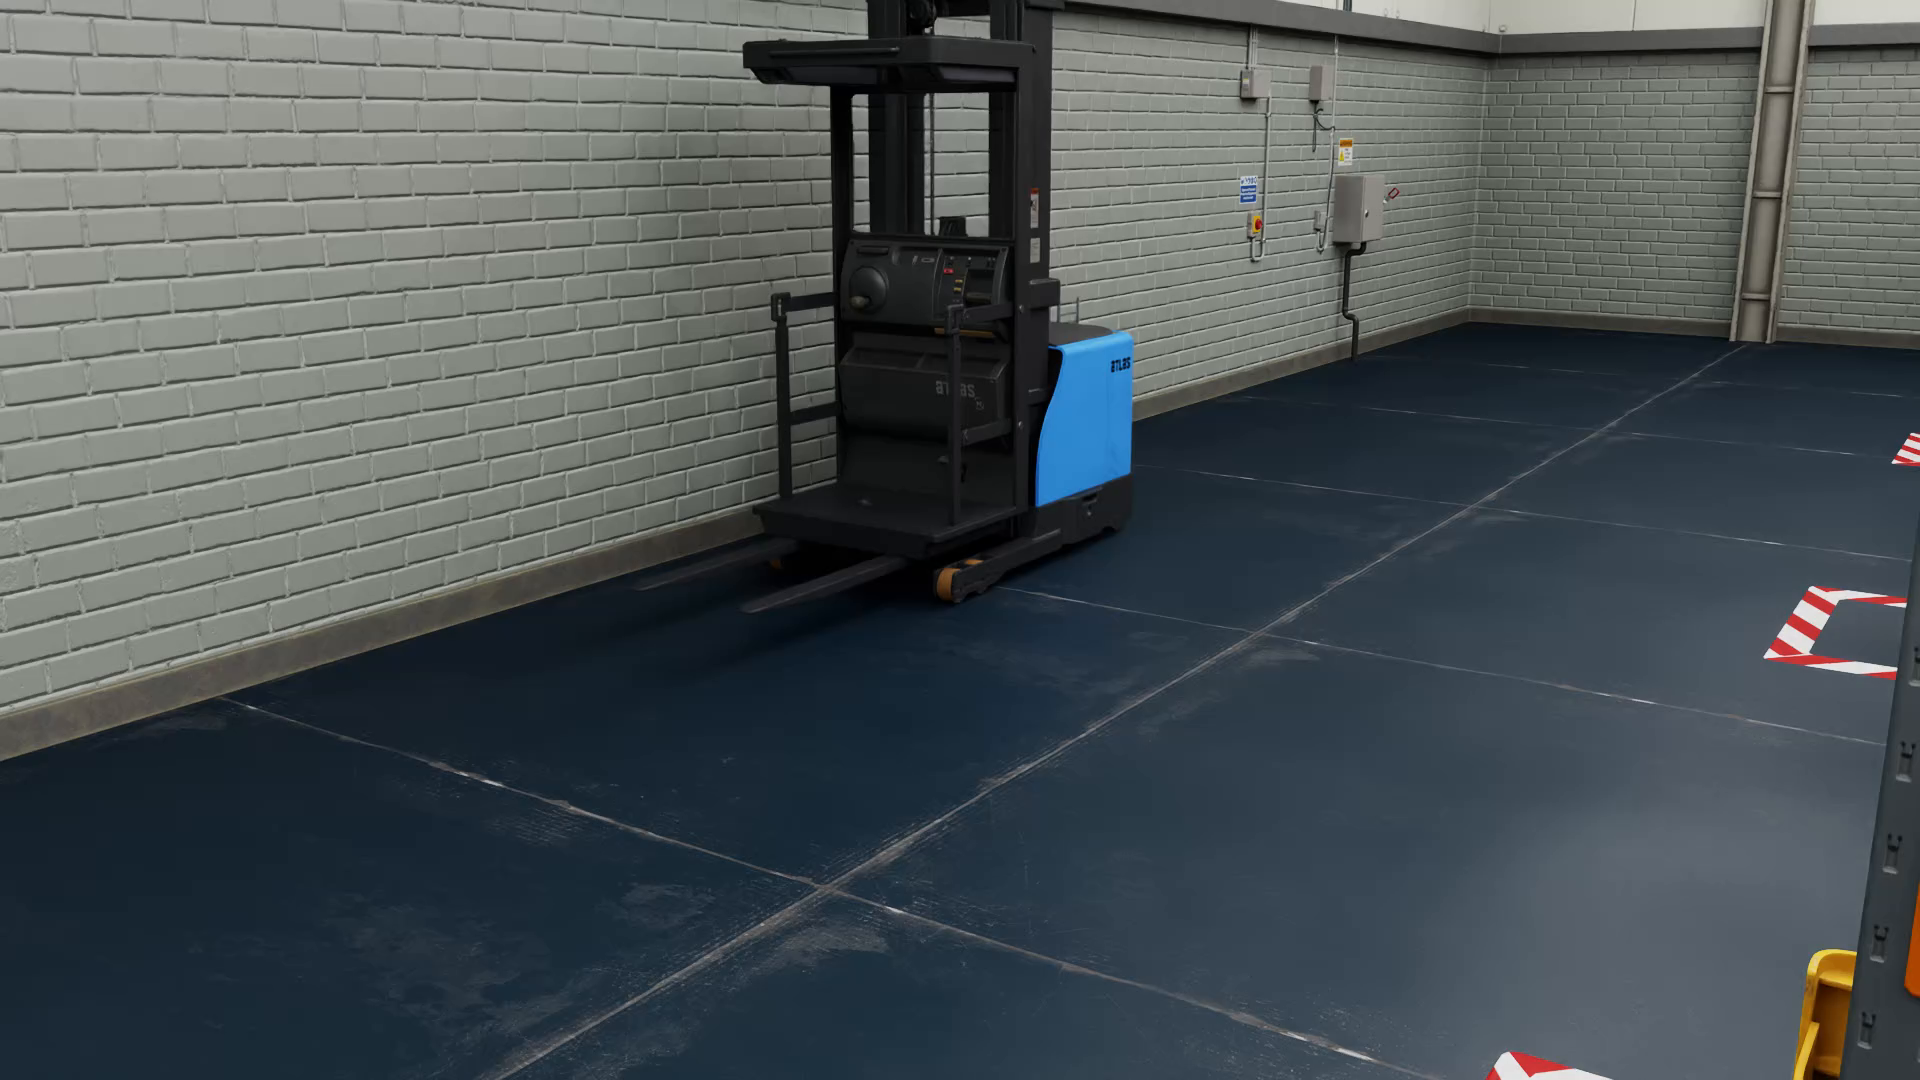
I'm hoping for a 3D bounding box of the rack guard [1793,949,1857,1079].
[{"bbox_3d":[1.574,1.208,2.901,0.348,0.500,1.175,9,17,33],"label":"rack guard"}]

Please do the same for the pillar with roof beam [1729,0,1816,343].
[{"bbox_3d":[5.755,-5.563,12.568,0.400,9.000,9.100,9,17,33],"label":"pillar with roof beam"}]

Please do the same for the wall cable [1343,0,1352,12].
[{"bbox_3d":[4.255,-6.315,15.527,0.133,3.039,2.988,9,17,33],"label":"wall cable"}]

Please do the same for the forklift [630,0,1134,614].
[{"bbox_3d":[-0.293,-1.260,7.815,1.130,2.935,3.031,9,17,32],"label":"forklift"}]

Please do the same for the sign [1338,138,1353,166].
[{"bbox_3d":[3.523,-3.546,15.187,0.001,0.242,0.339,9,17,33],"label":"sign"}]

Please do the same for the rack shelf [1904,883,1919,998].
[{"bbox_3d":[3.253,0.616,1.591,4.000,0.370,1.077,9,17,33],"label":"rack shelf"}]

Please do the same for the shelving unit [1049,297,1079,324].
[{"bbox_3d":[0.525,-0.768,9.429,0.189,1.200,0.258,9,16,31],"label":"shelving unit"}]

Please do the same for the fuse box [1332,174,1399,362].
[{"bbox_3d":[3.726,-2.503,15.374,0.414,1.711,0.539,9,17,33],"label":"fuse box"}]

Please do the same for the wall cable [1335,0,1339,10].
[{"bbox_3d":[2.669,-5.746,13.308,0.029,3.000,2.355,9,17,33],"label":"wall cable"}]

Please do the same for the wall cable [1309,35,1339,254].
[{"bbox_3d":[3.214,-3.507,14.633,0.122,1.984,0.588,9,17,33],"label":"wall cable"}]

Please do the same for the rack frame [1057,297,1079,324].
[{"bbox_3d":[0.602,-0.756,9.382,0.006,1.200,0.240,9,16,31],"label":"rack frame"}]

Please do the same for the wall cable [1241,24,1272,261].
[{"bbox_3d":[2.432,-3.238,13.480,0.123,1.953,0.585,9,17,33],"label":"wall cable"}]

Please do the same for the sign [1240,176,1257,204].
[{"bbox_3d":[2.355,-2.859,13.568,0.001,0.218,0.327,9,17,33],"label":"sign"}]
